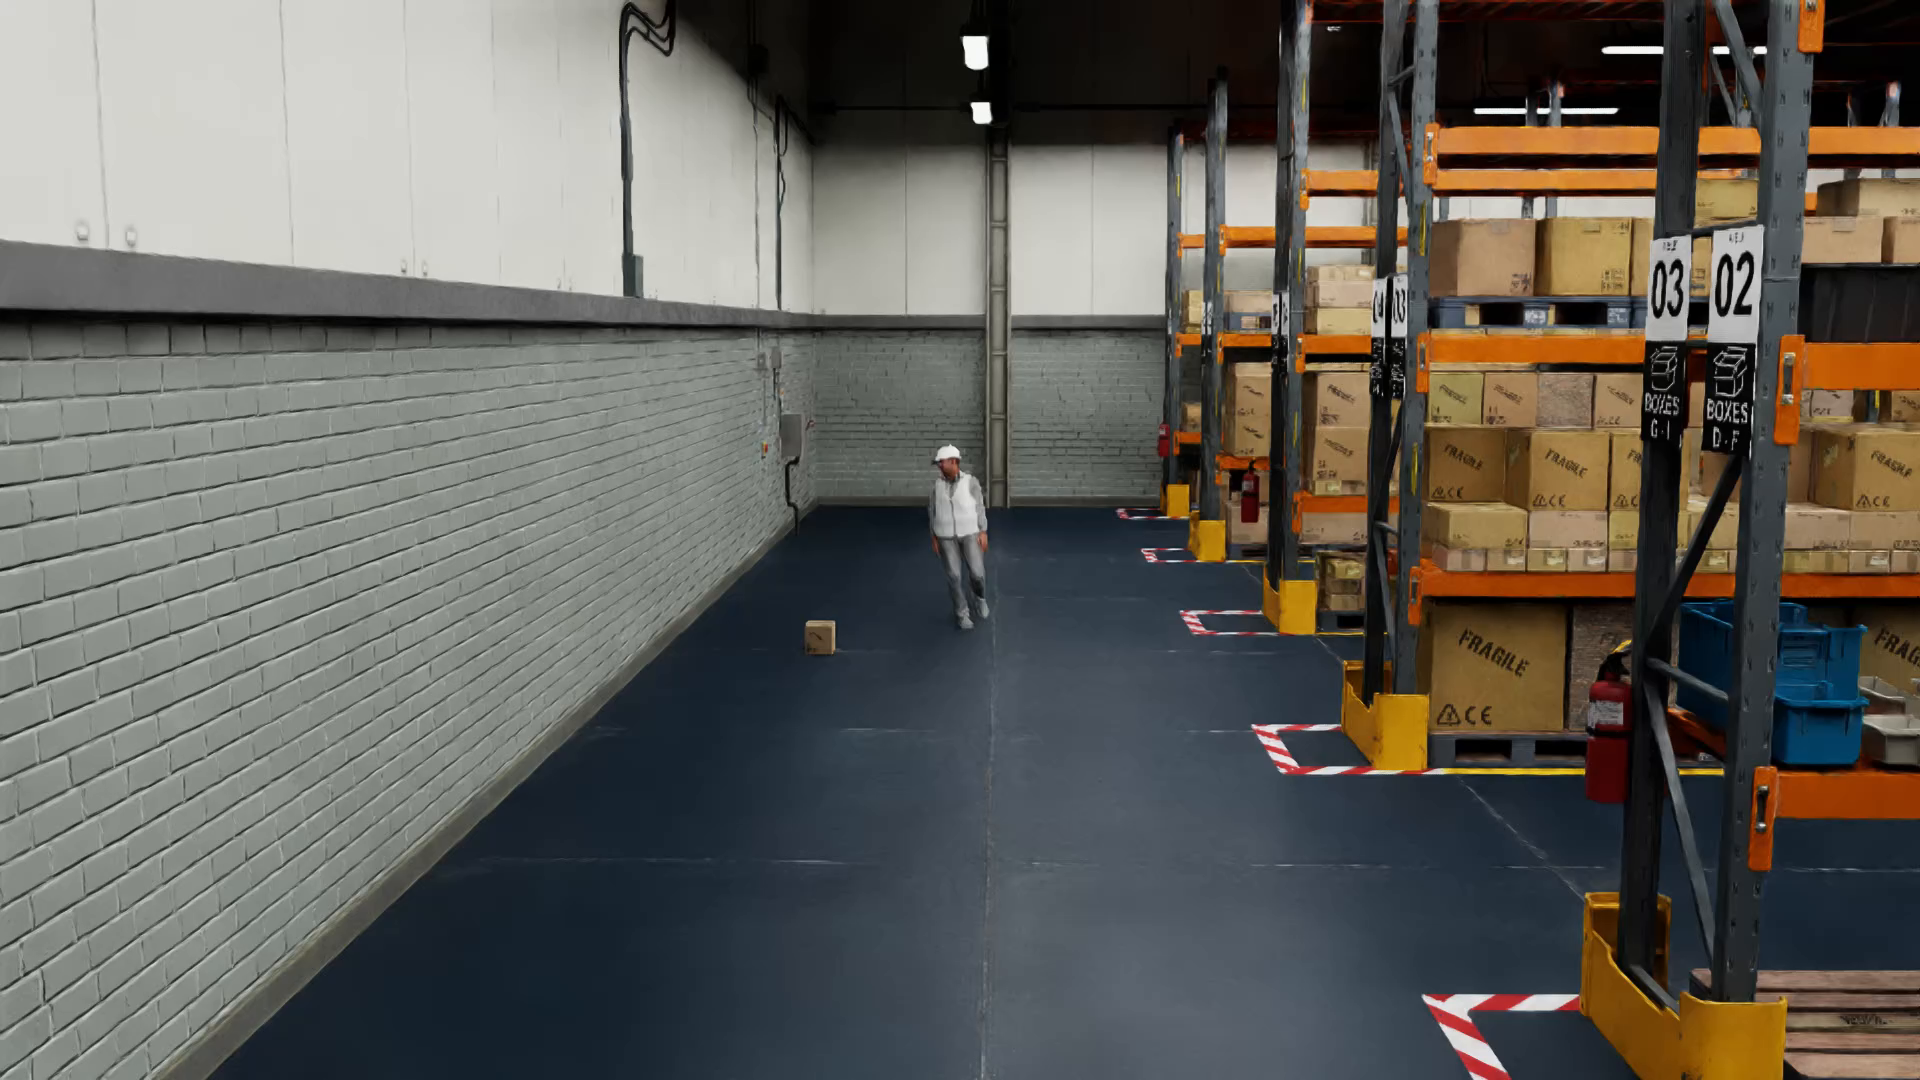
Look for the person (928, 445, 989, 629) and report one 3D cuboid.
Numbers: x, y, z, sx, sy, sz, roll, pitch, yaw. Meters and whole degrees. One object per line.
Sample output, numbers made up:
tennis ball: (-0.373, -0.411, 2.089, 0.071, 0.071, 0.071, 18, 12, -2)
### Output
person: (-0.020, -0.038, 16.105, 0.593, 1.743, 0.536, 0, 7, 4)
